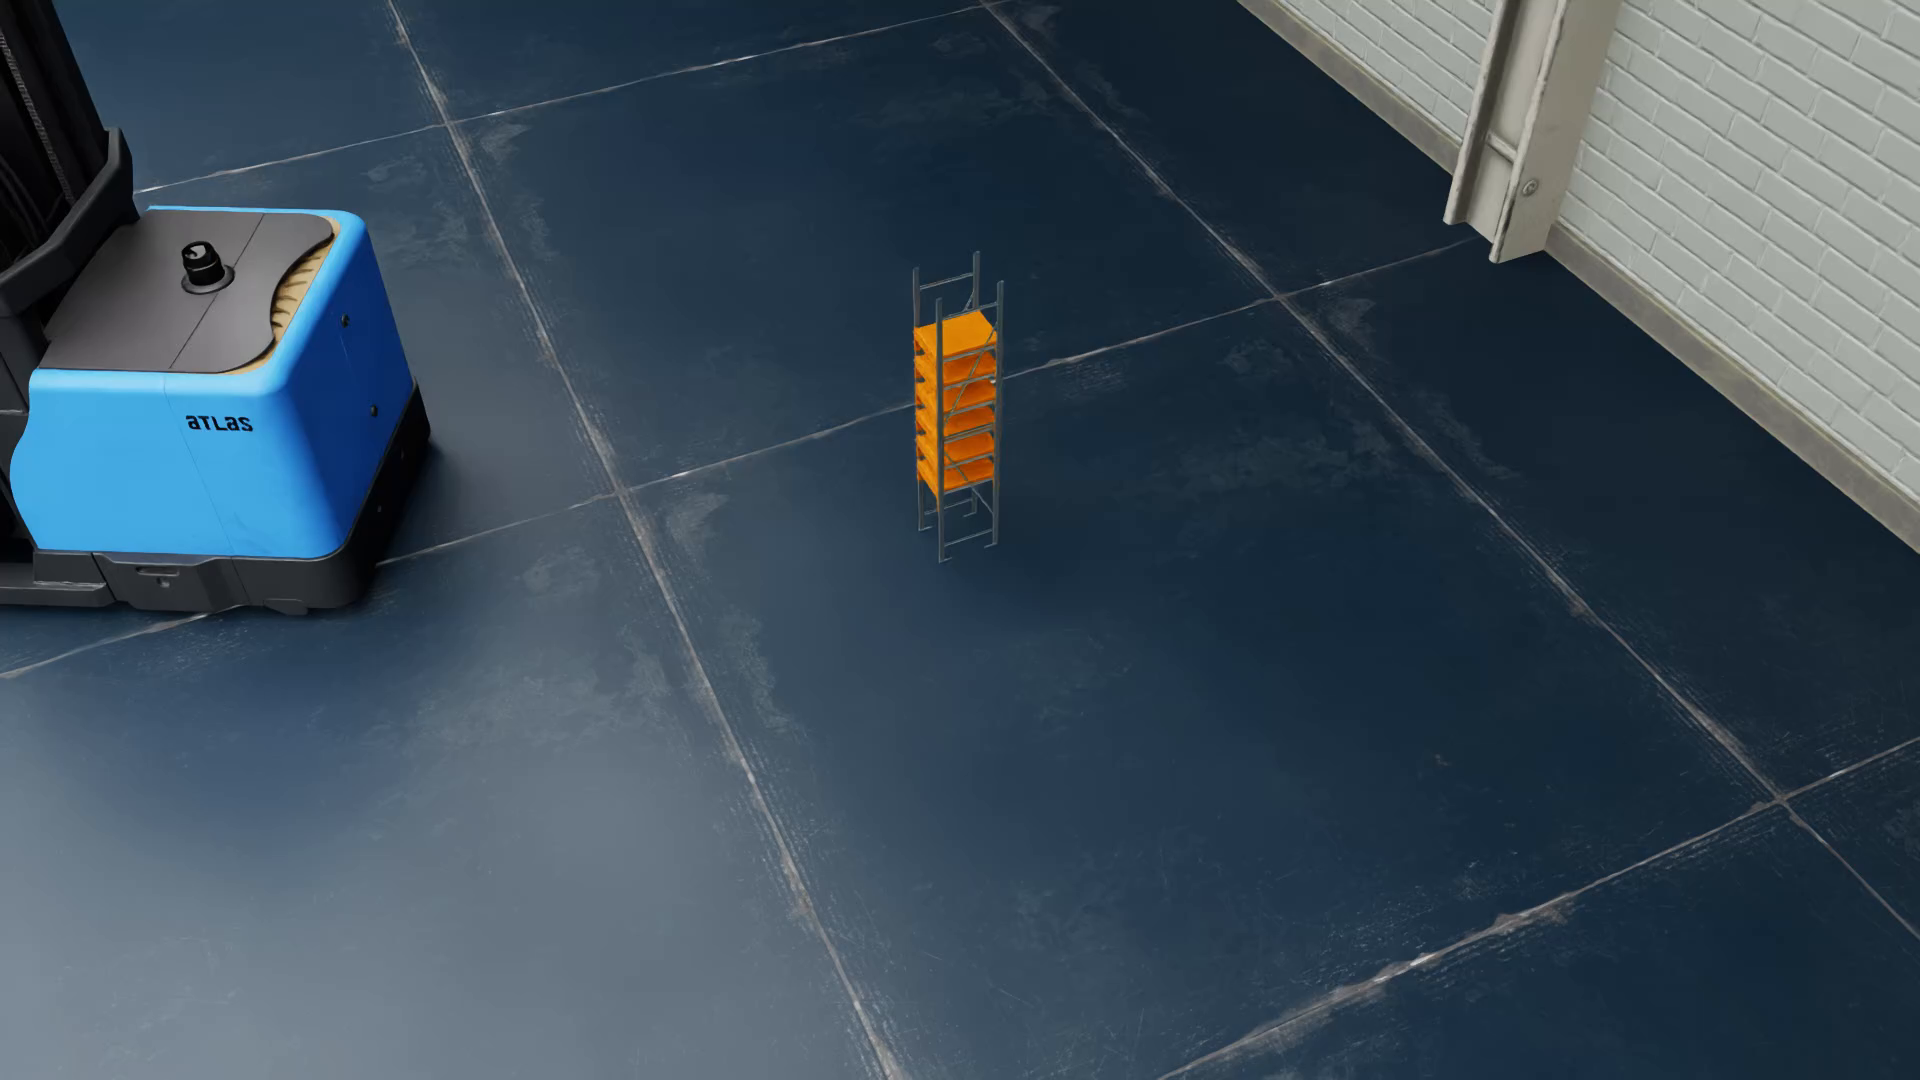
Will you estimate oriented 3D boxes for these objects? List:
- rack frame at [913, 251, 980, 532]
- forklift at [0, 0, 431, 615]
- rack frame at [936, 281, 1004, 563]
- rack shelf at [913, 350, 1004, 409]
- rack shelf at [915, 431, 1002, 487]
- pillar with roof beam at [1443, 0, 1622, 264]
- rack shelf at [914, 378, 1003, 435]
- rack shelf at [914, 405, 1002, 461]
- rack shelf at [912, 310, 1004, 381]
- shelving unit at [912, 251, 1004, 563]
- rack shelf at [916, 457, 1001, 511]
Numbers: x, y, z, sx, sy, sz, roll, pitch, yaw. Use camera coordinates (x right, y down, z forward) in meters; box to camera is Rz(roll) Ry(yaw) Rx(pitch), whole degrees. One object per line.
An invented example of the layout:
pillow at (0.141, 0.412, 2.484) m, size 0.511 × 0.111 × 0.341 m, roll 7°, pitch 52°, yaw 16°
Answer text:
rack frame at (-0.045, -0.495, 5.897) m, size 0.240 × 1.200 × 0.006 m, roll -18°, pitch 47°, yaw -17°
forklift at (-3.626, -1.164, 5.343) m, size 3.031 × 2.935 × 1.130 m, roll 2°, pitch 45°, yaw 2°
rack frame at (0.032, -0.378, 5.779) m, size 0.240 × 1.200 × 0.006 m, roll -18°, pitch 47°, yaw -17°
rack shelf at (-0.006, -0.576, 5.701) m, size 0.258 × 0.103 × 0.180 m, roll -18°, pitch 47°, yaw -17°
rack shelf at (-0.006, -0.319, 5.953) m, size 0.258 × 0.103 × 0.180 m, roll -18°, pitch 47°, yaw -17°
pillar with roof beam at (-1.431, -3.350, 3.238) m, size 9.100 × 9.000 × 0.400 m, roll -18°, pitch 47°, yaw -17°
rack shelf at (-0.006, -0.490, 5.785) m, size 0.258 × 0.103 × 0.180 m, roll -18°, pitch 47°, yaw -17°
rack shelf at (-0.006, -0.405, 5.869) m, size 0.258 × 0.103 × 0.180 m, roll -18°, pitch 47°, yaw -17°
rack shelf at (-0.006, -0.661, 5.616) m, size 0.258 × 0.103 × 0.180 m, roll -18°, pitch 47°, yaw -17°
shelving unit at (-0.006, -0.436, 5.838) m, size 0.258 × 1.200 × 0.189 m, roll -18°, pitch 47°, yaw -17°
rack shelf at (-0.006, -0.234, 6.038) m, size 0.258 × 0.103 × 0.180 m, roll -18°, pitch 47°, yaw -17°
